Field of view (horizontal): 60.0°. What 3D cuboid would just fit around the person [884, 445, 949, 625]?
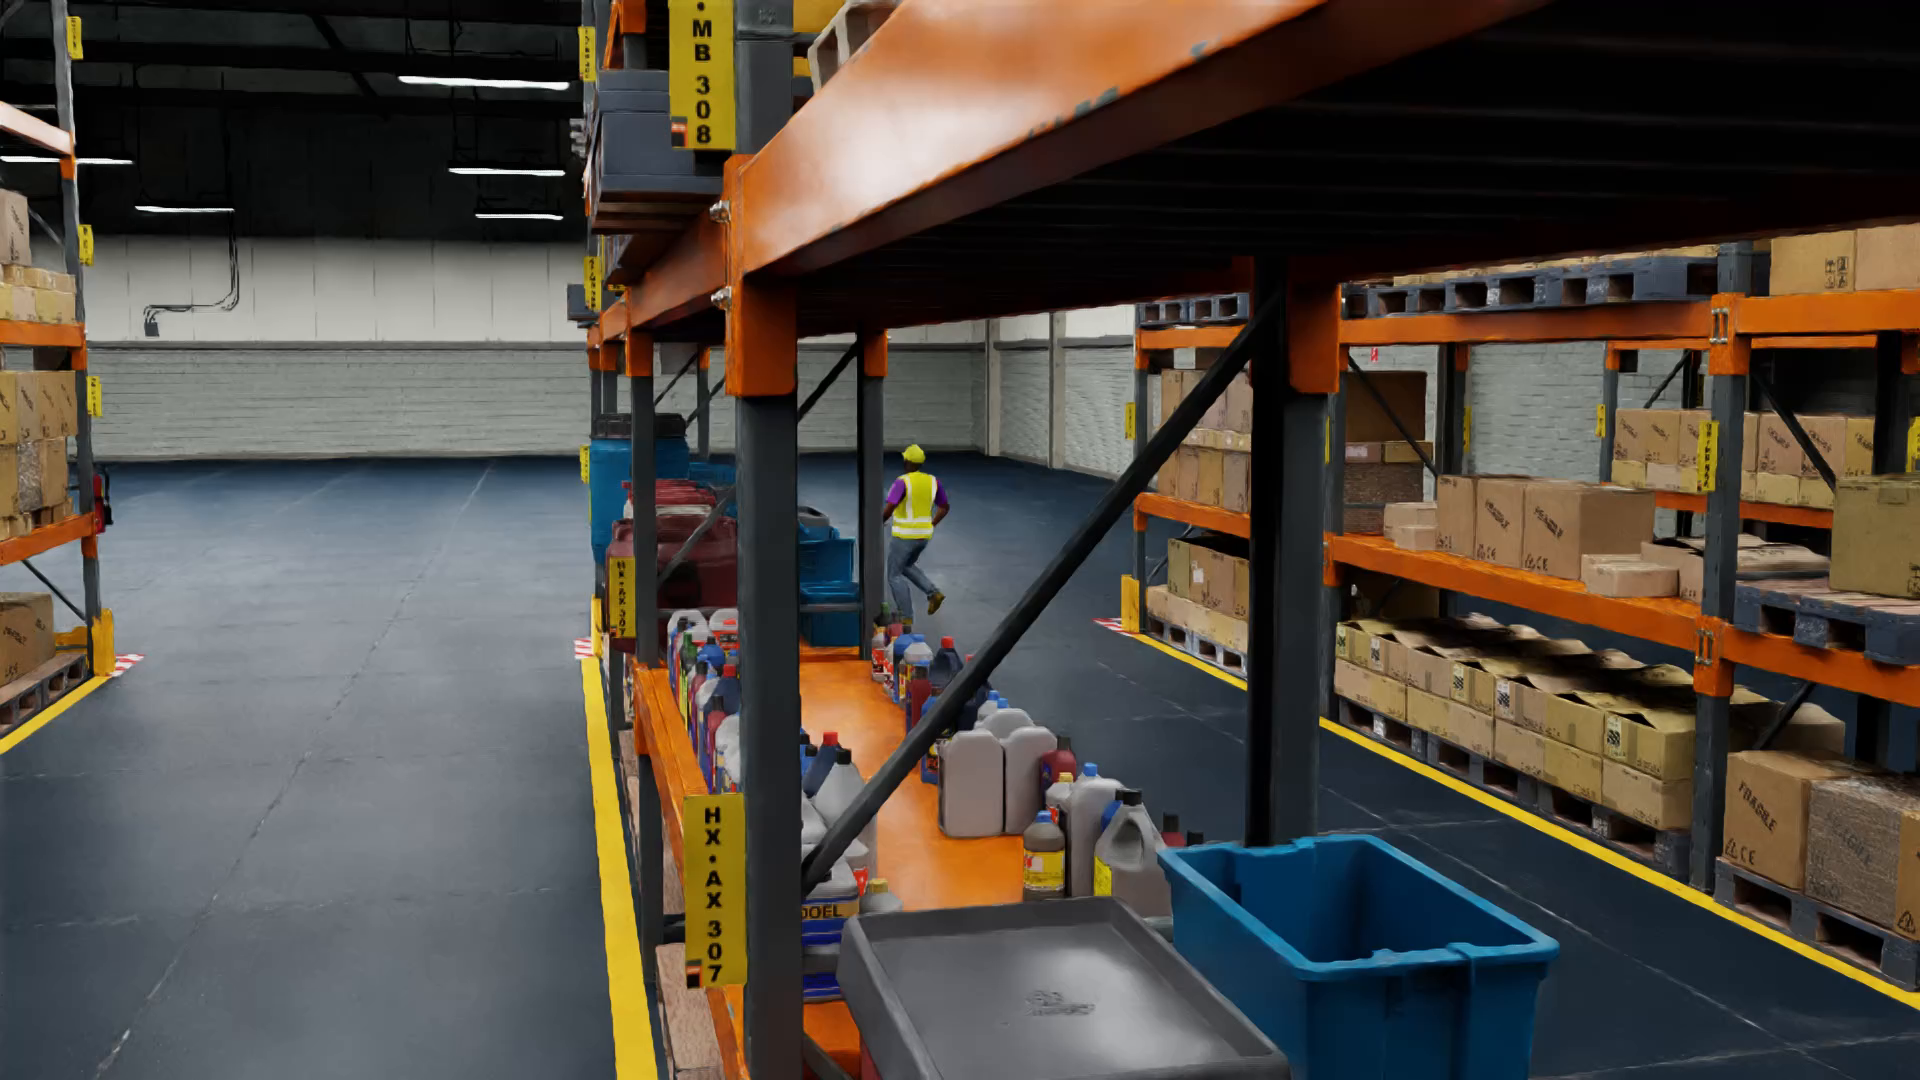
[{"bbox_3d":[-0.508,-0.050,15.989,0.503,1.731,0.756,5,8,41],"label":"person"}]
